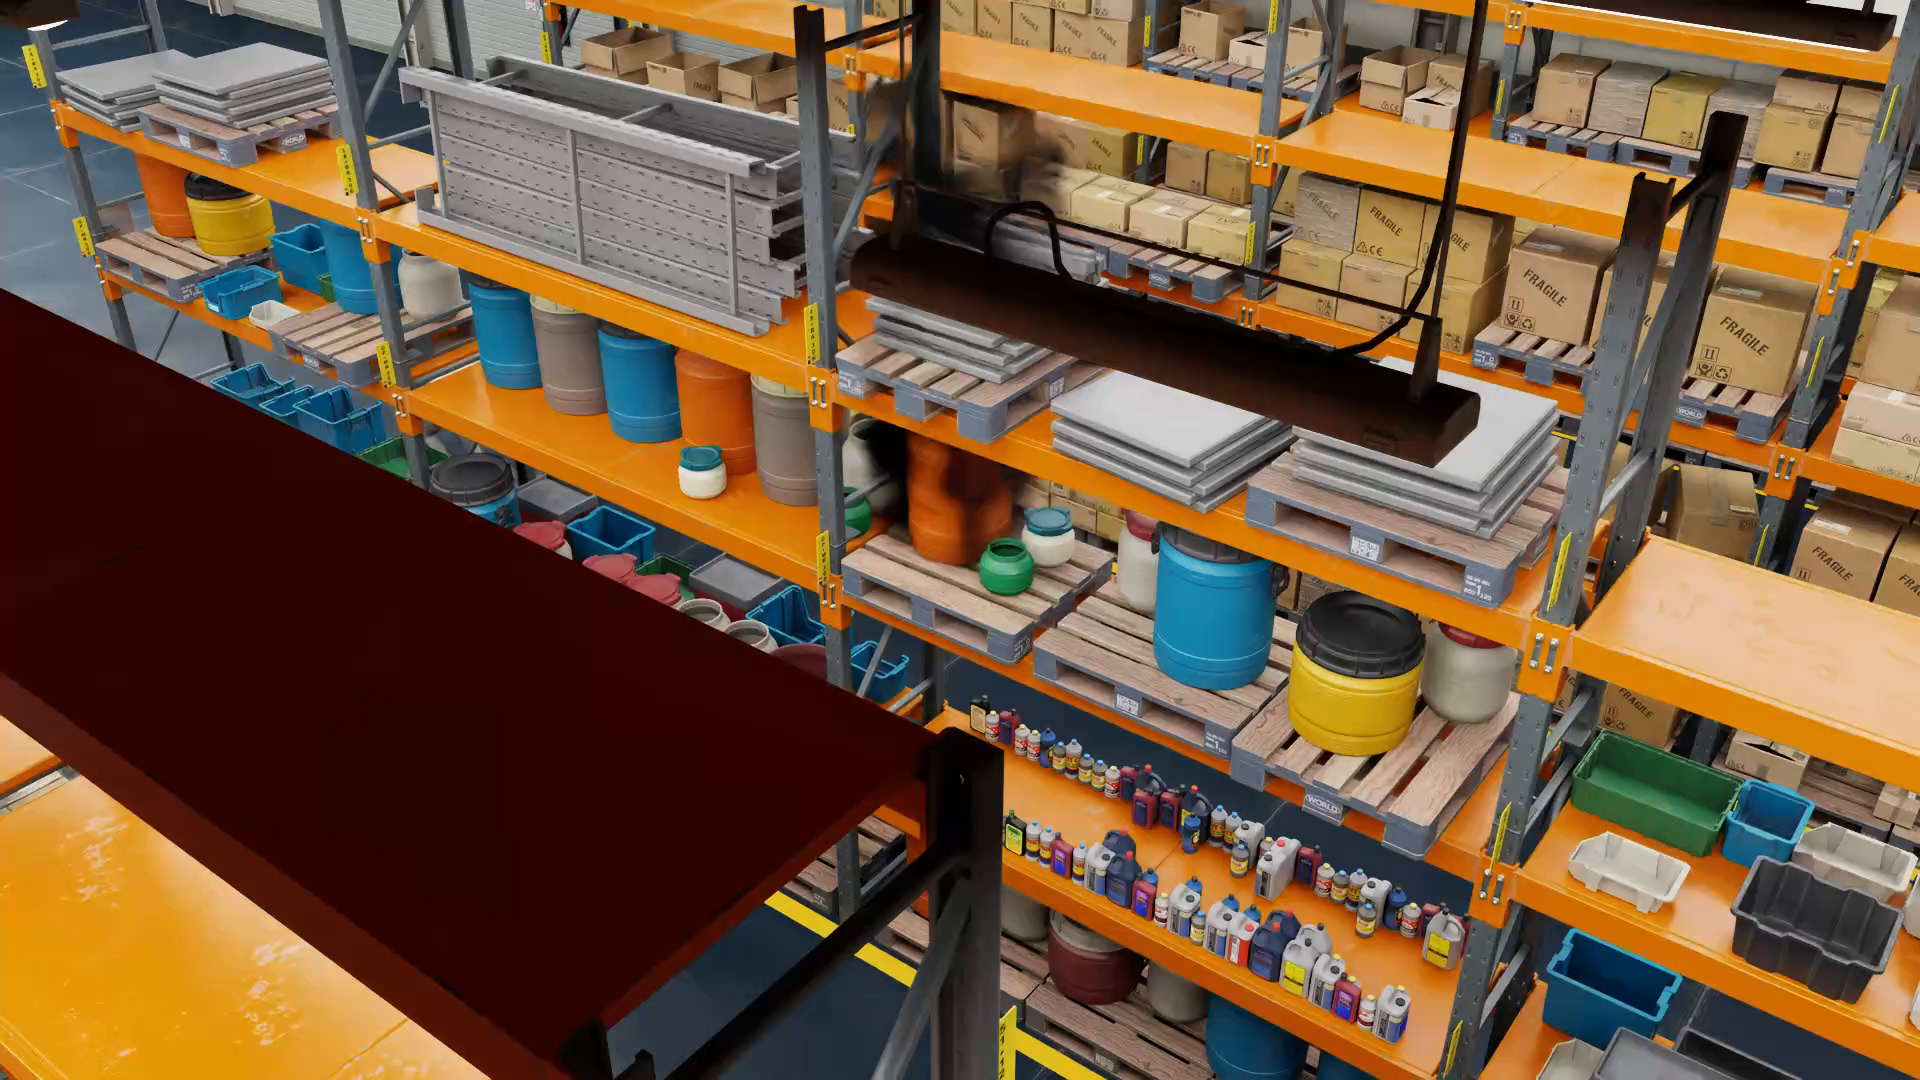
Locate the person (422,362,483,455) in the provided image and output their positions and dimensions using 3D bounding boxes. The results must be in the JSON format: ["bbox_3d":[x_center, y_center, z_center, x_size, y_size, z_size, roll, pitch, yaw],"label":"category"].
[{"bbox_3d":[-4.811,-1.262,15.655,0.736,1.788,0.684,21,37,31],"label":"person"}]
